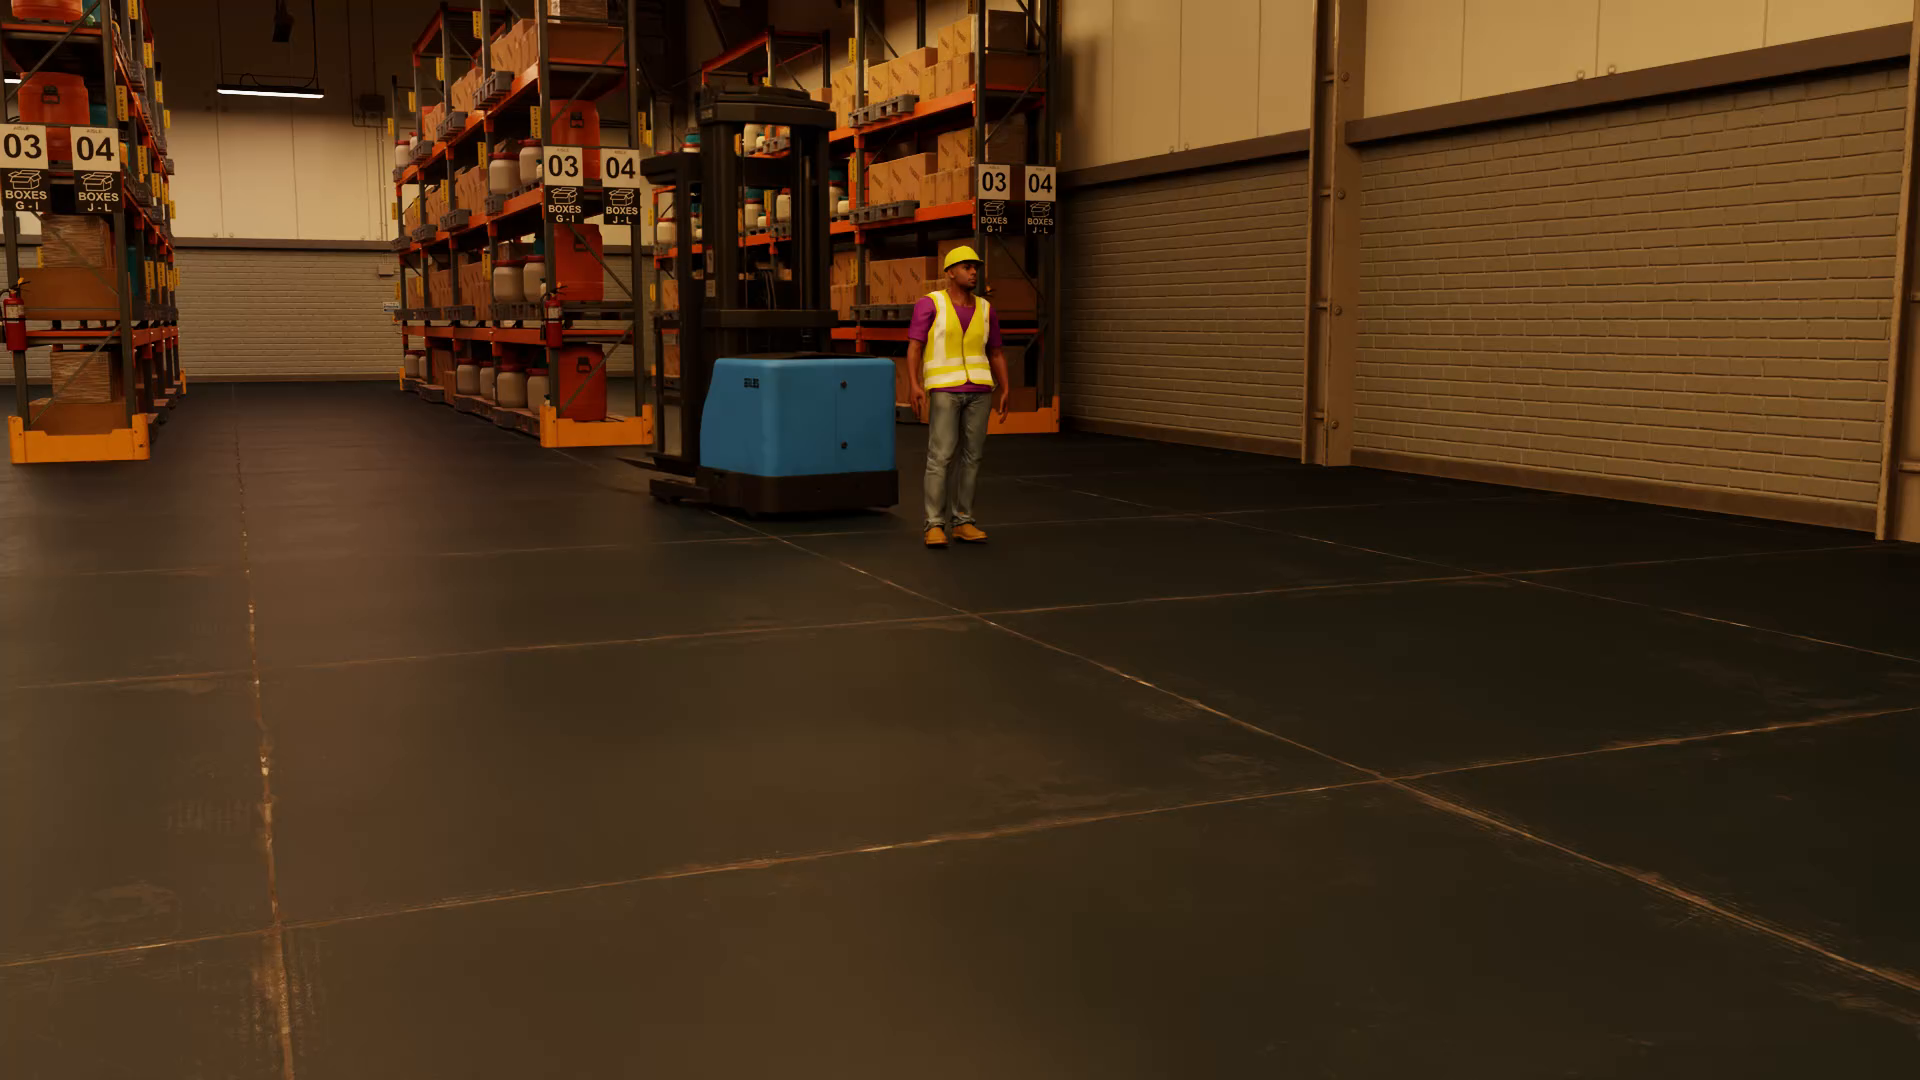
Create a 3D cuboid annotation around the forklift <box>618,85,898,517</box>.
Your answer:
[{"bbox_3d":[-1.657,-1.755,12.252,1.130,2.935,3.031,-5,9,-33],"label":"forklift"}]

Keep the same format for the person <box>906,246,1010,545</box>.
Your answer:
[{"bbox_3d":[0.023,-0.874,9.971,0.665,1.768,0.575,-3,8,-23],"label":"person"}]
